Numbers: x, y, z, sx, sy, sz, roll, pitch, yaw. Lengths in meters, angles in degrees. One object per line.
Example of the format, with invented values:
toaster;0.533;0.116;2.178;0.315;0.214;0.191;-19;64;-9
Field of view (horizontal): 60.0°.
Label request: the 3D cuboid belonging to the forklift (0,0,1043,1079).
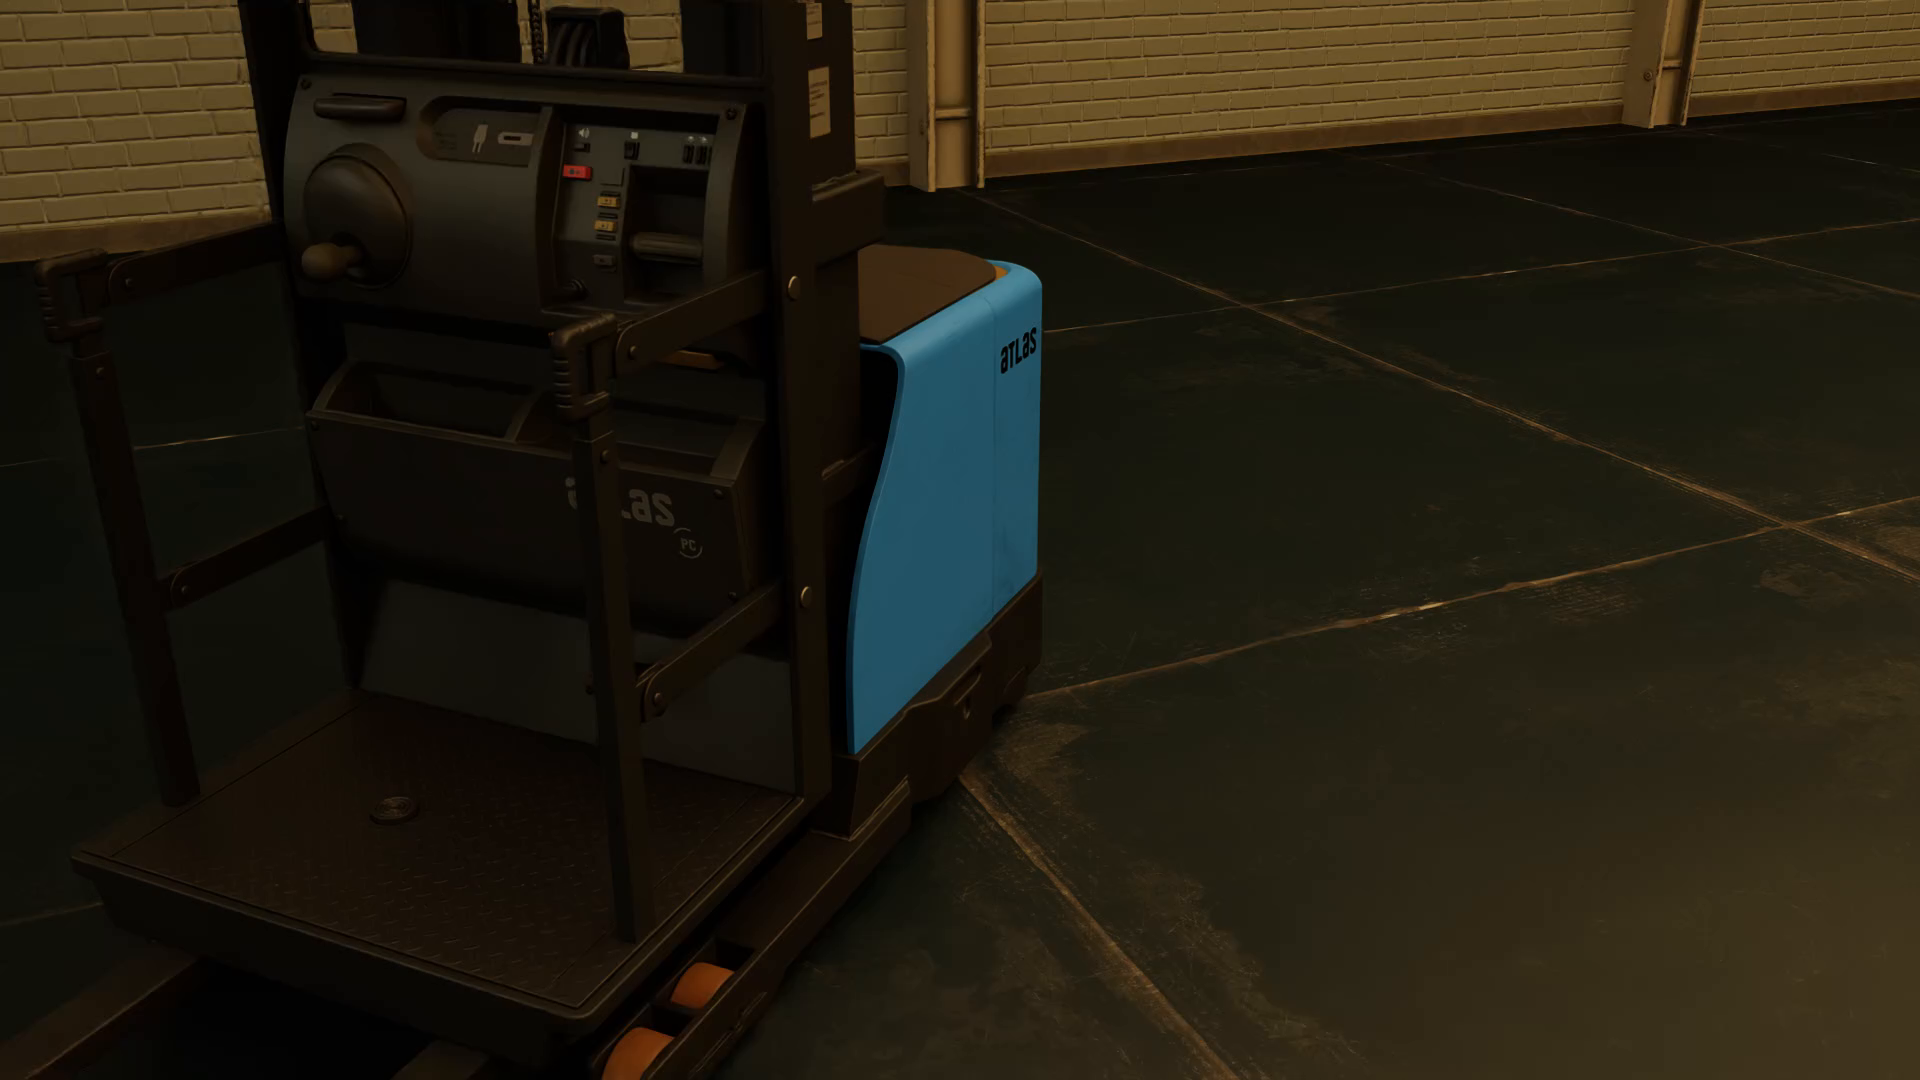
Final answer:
forklift;-0.859;-0.563;2.642;1.130;2.935;3.031;10;24;22
